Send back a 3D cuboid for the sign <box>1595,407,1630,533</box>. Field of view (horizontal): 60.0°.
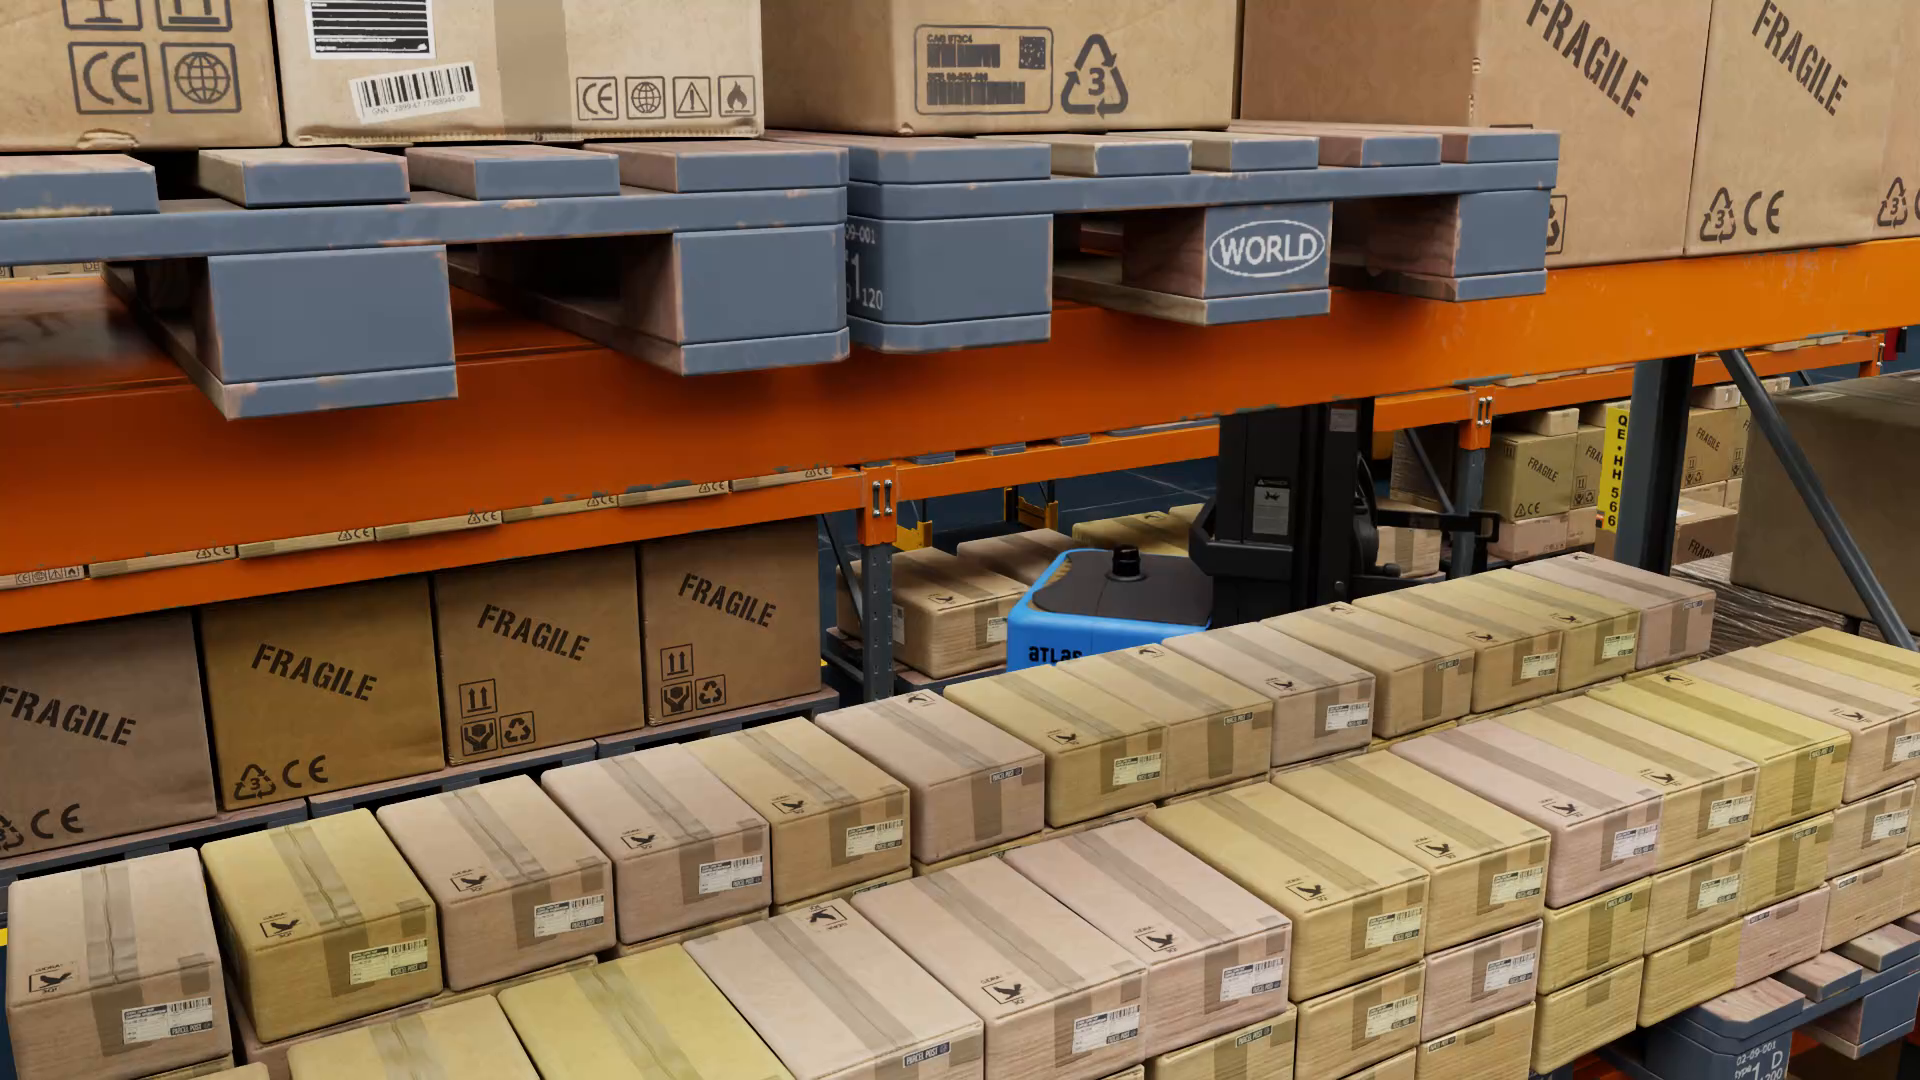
[{"bbox_3d":[1.720,-0.179,4.346,0.005,0.325,0.100,-9,18,-30],"label":"sign"}]

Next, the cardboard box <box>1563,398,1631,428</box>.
[{"bbox_3d":[4.024,-0.827,10.529,0.250,0.149,0.380,-8,18,-28],"label":"cardboard box"}]

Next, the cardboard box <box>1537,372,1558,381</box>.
[{"bbox_3d":[3.427,-1.077,10.159,0.250,0.149,0.380,-9,18,-28],"label":"cardboard box"}]

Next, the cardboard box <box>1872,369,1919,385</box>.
[{"bbox_3d":[2.831,-0.154,4.364,0.500,0.500,0.700,-10,18,-31],"label":"cardboard box"}]

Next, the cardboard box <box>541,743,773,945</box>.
[{"bbox_3d":[-0.499,0.484,2.711,0.250,0.149,0.380,-9,18,-30],"label":"cardboard box"}]

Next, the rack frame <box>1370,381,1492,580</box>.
[{"bbox_3d":[2.801,-1.181,10.065,0.127,3.000,1.000,-9,18,-30],"label":"rack frame"}]

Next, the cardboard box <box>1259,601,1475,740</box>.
[{"bbox_3d":[0.844,0.266,3.490,0.250,0.149,0.380,-10,19,-32],"label":"cardboard box"}]

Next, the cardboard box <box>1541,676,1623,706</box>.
[{"bbox_3d":[1.259,0.341,3.773,0.250,0.149,0.380,-8,18,-27],"label":"cardboard box"}]

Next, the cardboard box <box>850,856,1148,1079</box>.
[{"bbox_3d":[0.046,0.601,2.293,0.250,0.149,0.380,-9,18,-30],"label":"cardboard box"}]

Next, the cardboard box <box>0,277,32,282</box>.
[{"bbox_3d":[-3.802,-0.719,6.378,0.500,0.500,0.500,-9,18,-28],"label":"cardboard box"}]

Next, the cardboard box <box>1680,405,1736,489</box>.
[{"bbox_3d":[4.796,-0.663,11.143,0.500,0.500,0.500,-10,18,-31],"label":"cardboard box"}]

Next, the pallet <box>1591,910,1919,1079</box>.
[{"bbox_3d":[1.453,0.722,3.631,1.003,0.211,1.213,-9,18,-30],"label":"pallet"}]

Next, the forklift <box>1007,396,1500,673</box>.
[{"bbox_3d":[1.745,-0.112,6.379,3.031,2.935,1.130,5,16,16],"label":"forklift"}]

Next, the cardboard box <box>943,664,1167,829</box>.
[{"bbox_3d":[0.171,0.375,3.100,0.250,0.149,0.380,-10,18,-30],"label":"cardboard box"}]

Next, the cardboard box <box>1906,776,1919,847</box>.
[{"bbox_3d":[1.820,0.456,3.362,0.250,0.149,0.380,-9,18,-29],"label":"cardboard box"}]

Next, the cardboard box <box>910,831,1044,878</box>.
[{"bbox_3d":[-0.053,0.553,3.017,0.250,0.149,0.380,-9,18,-29],"label":"cardboard box"}]

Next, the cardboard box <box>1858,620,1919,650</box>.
[{"bbox_3d":[2.533,0.458,4.033,0.500,0.500,0.500,-9,18,-29],"label":"cardboard box"}]

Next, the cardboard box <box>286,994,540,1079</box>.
[{"bbox_3d":[-0.610,0.706,1.919,0.250,0.149,0.380,-9,18,-28],"label":"cardboard box"}]

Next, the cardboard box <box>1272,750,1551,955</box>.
[{"bbox_3d":[0.715,0.492,2.682,0.250,0.149,0.380,-8,18,-27],"label":"cardboard box"}]

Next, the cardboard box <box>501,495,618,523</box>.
[{"bbox_3d":[-1.797,-0.281,7.134,0.500,0.250,0.500,-9,18,-30],"label":"cardboard box"}]

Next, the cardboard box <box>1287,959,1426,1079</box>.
[{"bbox_3d":[0.494,0.672,2.593,0.250,0.149,0.380,-10,18,-31],"label":"cardboard box"}]

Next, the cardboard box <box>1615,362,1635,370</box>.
[{"bbox_3d":[4.081,-1.191,10.568,0.250,0.149,0.380,-9,18,-30],"label":"cardboard box"}]

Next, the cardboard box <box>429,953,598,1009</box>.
[{"bbox_3d":[-0.741,0.666,2.612,0.250,0.149,0.380,-8,18,-27],"label":"cardboard box"}]

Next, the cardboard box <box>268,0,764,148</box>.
[{"bbox_3d":[-0.558,-0.615,1.876,0.500,0.311,0.500,-10,18,-30],"label":"cardboard box"}]

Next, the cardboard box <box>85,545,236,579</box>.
[{"bbox_3d":[-3.100,-0.069,6.377,0.500,0.250,0.500,-10,18,-31],"label":"cardboard box"}]

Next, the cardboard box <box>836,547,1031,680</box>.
[{"bbox_3d":[-0.138,0.362,8.652,0.625,0.372,0.950,-11,19,-33],"label":"cardboard box"}]

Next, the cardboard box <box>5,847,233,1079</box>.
[{"bbox_3d":[-1.177,0.594,2.320,0.250,0.149,0.380,-8,18,-27],"label":"cardboard box"}]

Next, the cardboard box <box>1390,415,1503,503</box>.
[{"bbox_3d":[3.170,-0.565,10.793,0.500,0.500,0.500,-9,18,-30],"label":"cardboard box"}]

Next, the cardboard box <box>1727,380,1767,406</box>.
[{"bbox_3d":[5.181,-1.016,11.202,0.250,0.149,0.380,-9,18,-29],"label":"cardboard box"}]

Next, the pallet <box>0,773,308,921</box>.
[{"bbox_3d":[-3.433,1.149,6.919,1.213,0.211,1.003,-9,18,-30],"label":"pallet"}]

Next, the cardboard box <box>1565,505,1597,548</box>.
[{"bbox_3d":[3.898,-0.156,10.723,0.500,0.250,0.500,-8,18,-27],"label":"cardboard box"}]

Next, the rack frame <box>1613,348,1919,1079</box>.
[{"bbox_3d":[2.009,0.506,4.046,0.127,3.000,1.000,-9,18,-30],"label":"rack frame"}]

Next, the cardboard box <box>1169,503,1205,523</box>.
[{"bbox_3d":[1.739,0.056,9.742,0.625,0.372,0.950,-8,18,-26],"label":"cardboard box"}]

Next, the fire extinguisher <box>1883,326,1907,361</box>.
[{"bbox_3d":[6.566,-1.609,11.736,0.183,0.674,0.296,-9,18,-30],"label":"fire extinguisher"}]

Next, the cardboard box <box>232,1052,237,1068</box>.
[{"bbox_3d":[-0.959,0.844,2.530,0.250,0.149,0.380,-9,18,-29],"label":"cardboard box"}]

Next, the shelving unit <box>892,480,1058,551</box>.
[{"bbox_3d":[0.065,-0.733,11.245,1.083,1.500,0.587,-9,18,-30],"label":"shelving unit"}]

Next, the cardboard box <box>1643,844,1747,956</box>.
[{"bbox_3d":[1.153,0.565,2.972,0.250,0.149,0.380,-9,18,-30],"label":"cardboard box"}]

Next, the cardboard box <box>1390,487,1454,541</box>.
[{"bbox_3d":[3.170,-0.204,10.895,0.500,0.250,0.500,-8,18,-27],"label":"cardboard box"}]

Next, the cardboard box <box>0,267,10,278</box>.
[{"bbox_3d":[-6.086,-1.483,10.178,0.500,0.500,0.700,-9,18,-28],"label":"cardboard box"}]

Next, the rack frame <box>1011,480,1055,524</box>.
[{"bbox_3d":[0.509,-0.805,11.502,0.032,1.500,0.500,-9,18,-30],"label":"rack frame"}]

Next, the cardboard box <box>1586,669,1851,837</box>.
[{"bbox_3d":[1.384,0.384,3.069,0.250,0.149,0.380,-9,18,-28],"label":"cardboard box"}]

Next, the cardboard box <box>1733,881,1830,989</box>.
[{"bbox_3d":[1.388,0.670,3.150,0.250,0.149,0.380,-9,18,-29],"label":"cardboard box"}]

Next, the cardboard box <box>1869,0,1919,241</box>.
[{"bbox_3d":[1.650,-0.848,3.135,0.500,0.500,0.500,-9,18,-30],"label":"cardboard box"}]

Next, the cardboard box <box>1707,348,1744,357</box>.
[{"bbox_3d":[4.960,-1.321,11.029,0.250,0.149,0.380,-9,18,-30],"label":"cardboard box"}]

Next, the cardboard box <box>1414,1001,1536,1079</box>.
[{"bbox_3d":[0.720,0.777,2.768,0.250,0.149,0.380,-9,18,-28],"label":"cardboard box"}]

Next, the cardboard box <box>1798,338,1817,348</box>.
[{"bbox_3d":[5.629,-1.423,11.394,0.250,0.149,0.380,-10,18,-31],"label":"cardboard box"}]

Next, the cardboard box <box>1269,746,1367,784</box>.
[{"bbox_3d":[0.602,0.448,3.390,0.250,0.149,0.380,-9,18,-30],"label":"cardboard box"}]

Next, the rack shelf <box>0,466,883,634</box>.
[{"bbox_3d":[-2.342,0.000,7.187,4.000,0.370,1.077,-9,18,-30],"label":"rack shelf"}]

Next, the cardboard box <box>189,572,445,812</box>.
[{"bbox_3d":[-2.795,0.520,7.156,0.875,0.875,0.875,-9,18,-28],"label":"cardboard box"}]

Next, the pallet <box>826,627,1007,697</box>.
[{"bbox_3d":[0.043,0.609,8.844,1.213,0.211,1.003,-9,18,-30],"label":"pallet"}]

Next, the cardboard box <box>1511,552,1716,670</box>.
[{"bbox_3d":[1.509,0.159,3.872,0.250,0.149,0.380,-9,18,-30],"label":"cardboard box"}]

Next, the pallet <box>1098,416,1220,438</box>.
[{"bbox_3d":[1.048,-0.817,9.123,1.213,0.211,1.003,-9,18,-30],"label":"pallet"}]
